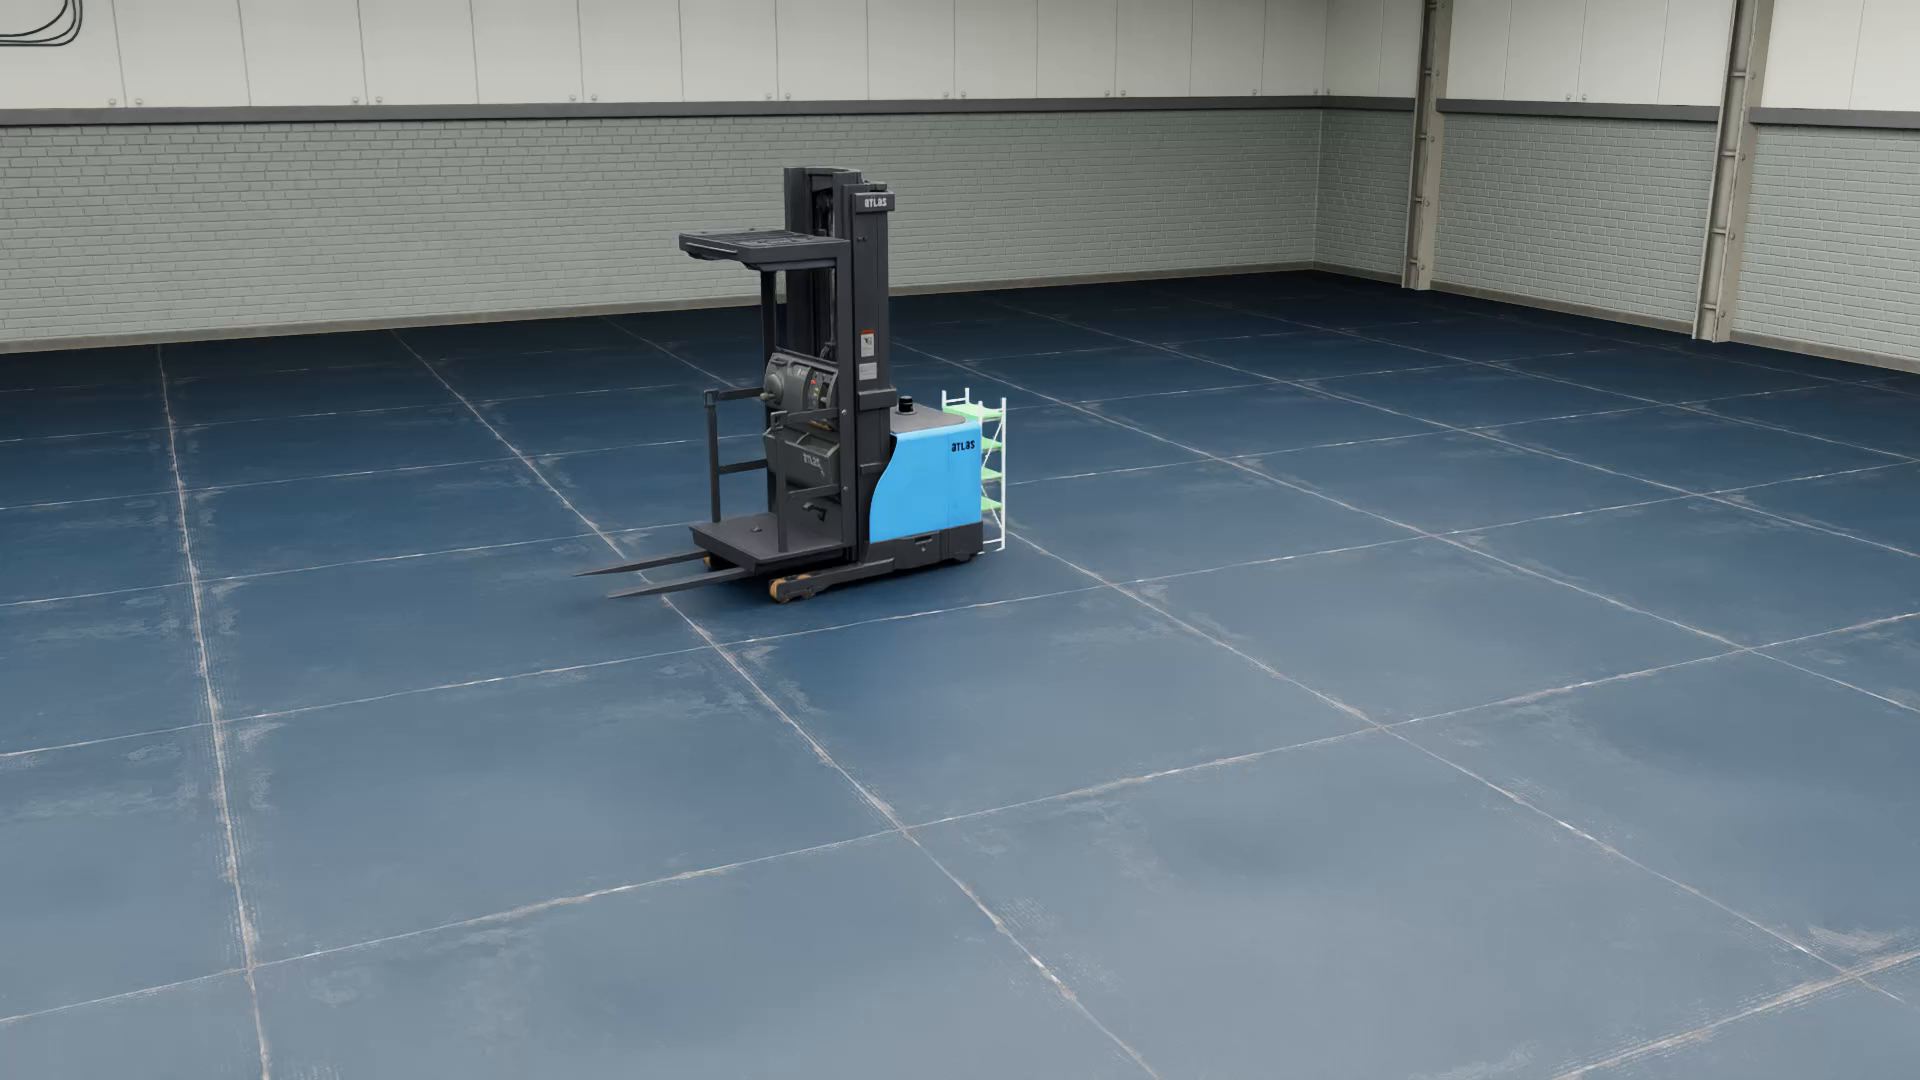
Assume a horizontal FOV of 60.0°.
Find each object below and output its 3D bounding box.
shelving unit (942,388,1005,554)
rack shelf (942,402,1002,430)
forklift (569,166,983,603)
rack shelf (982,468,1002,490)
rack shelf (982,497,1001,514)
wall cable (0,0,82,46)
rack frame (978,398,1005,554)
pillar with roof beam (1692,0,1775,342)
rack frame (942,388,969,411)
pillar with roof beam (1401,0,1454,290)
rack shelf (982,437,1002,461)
[{"bbox_3d":[0.105,-0.543,12.967,0.258,1.200,0.503,-11,19,-33],"label":"shelving unit"},{"bbox_3d":[0.105,-0.943,12.852,0.258,0.148,0.480,-11,19,-33],"label":"rack shelf"},{"bbox_3d":[-1.315,-1.131,11.879,3.031,2.935,1.130,-11,20,-34],"label":"forklift"},{"bbox_3d":[0.105,-0.481,12.984,0.258,0.148,0.480,-11,19,-33],"label":"rack shelf"},{"bbox_3d":[0.105,-0.251,13.051,0.258,0.148,0.480,-11,19,-33],"label":"rack shelf"},{"bbox_3d":[-12.188,-8.427,20.137,2.305,6.003,0.169,-8,18,-25],"label":"wall cable"},{"bbox_3d":[0.244,-0.487,12.774,0.240,1.200,0.015,-11,19,-33],"label":"rack frame"},{"bbox_3d":[6.448,-6.558,19.788,9.100,9.000,0.400,-8,18,-25],"label":"pillar with roof beam"},{"bbox_3d":[-0.034,-0.598,13.160,0.240,1.200,0.015,-11,19,-33],"label":"rack frame"},{"bbox_3d":[3.819,-8.045,24.972,9.100,9.000,0.400,-8,18,-25],"label":"pillar with roof beam"},{"bbox_3d":[0.105,-0.712,12.918,0.258,0.148,0.480,-11,19,-33],"label":"rack shelf"}]
